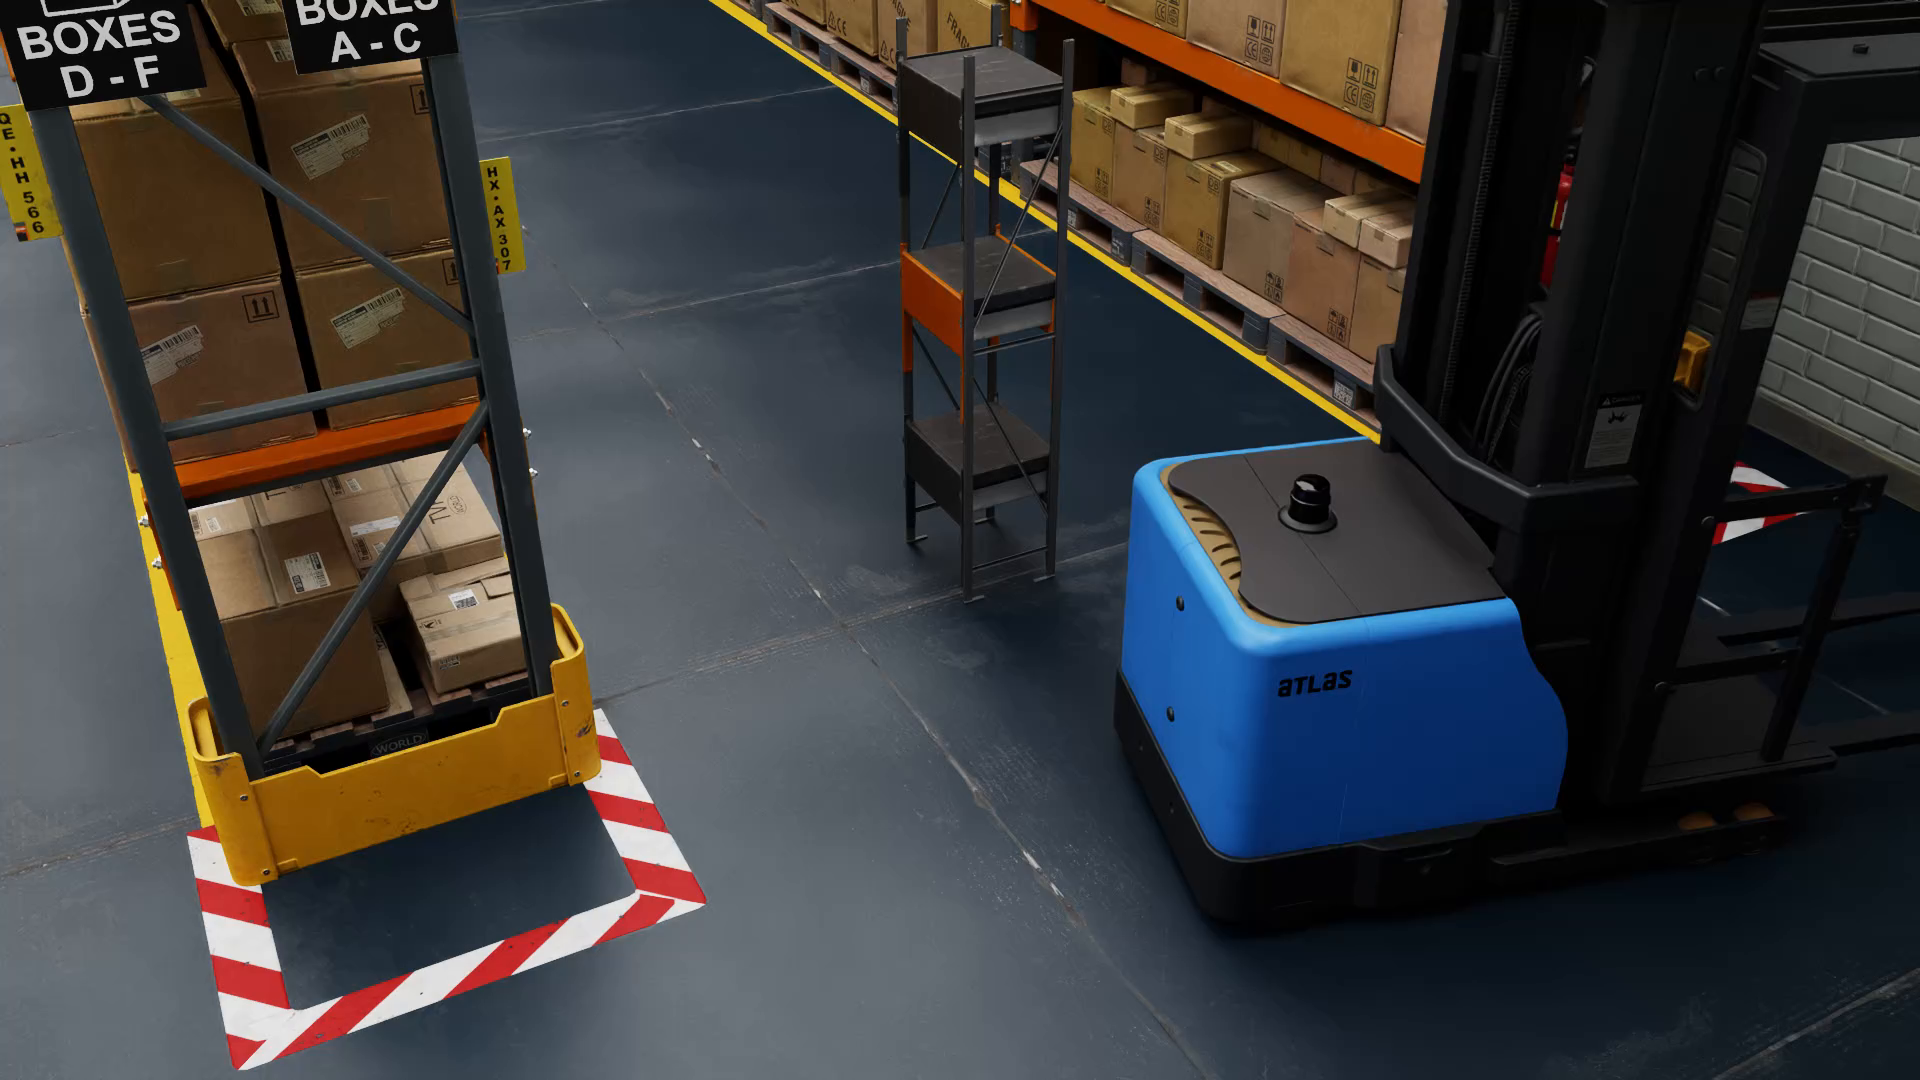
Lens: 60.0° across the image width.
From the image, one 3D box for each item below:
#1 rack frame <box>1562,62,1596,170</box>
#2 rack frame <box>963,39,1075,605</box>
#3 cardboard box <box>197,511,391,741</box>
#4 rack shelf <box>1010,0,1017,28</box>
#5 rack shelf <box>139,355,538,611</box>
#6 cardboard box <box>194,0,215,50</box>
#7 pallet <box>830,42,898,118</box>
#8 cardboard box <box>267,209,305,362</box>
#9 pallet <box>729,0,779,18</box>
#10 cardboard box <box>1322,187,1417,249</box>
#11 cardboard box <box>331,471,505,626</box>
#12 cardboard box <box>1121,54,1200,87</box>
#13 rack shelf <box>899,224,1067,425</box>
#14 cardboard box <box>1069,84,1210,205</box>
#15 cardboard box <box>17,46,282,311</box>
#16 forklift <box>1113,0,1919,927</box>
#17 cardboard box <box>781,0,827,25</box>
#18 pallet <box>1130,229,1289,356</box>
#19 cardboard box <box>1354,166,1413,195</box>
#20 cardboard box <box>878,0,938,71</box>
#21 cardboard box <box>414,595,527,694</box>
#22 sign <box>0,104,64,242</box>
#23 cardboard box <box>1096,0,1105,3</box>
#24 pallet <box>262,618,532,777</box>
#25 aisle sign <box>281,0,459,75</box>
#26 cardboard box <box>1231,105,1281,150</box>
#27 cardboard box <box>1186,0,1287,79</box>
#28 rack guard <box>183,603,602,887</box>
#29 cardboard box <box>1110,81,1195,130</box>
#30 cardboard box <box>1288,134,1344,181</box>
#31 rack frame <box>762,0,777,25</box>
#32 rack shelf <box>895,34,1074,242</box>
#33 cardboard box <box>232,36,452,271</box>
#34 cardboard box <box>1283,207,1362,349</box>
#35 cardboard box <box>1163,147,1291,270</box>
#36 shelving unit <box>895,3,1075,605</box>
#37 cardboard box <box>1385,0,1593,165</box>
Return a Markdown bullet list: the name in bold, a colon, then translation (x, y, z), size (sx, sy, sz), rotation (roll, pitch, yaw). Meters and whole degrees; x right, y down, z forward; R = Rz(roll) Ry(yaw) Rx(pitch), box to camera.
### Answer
- **rack frame**: translation (2.643, -1.629, 6.512), size (1.000, 3.000, 0.127), rotation (-16, 36, -23)
- **rack frame**: translation (0.191, -0.689, 5.878), size (0.400, 2.100, 0.015), rotation (-16, 36, -23)
- **cardboard box**: translation (-2.209, 0.288, 5.429), size (0.500, 0.500, 0.500), rotation (-16, 36, -23)
- **rack shelf**: translation (-0.154, -4.190, 11.176), size (1.077, 0.370, 4.000), rotation (-16, 36, -23)
- **rack shelf**: translation (-2.670, -1.033, 6.249), size (1.077, 0.370, 4.000), rotation (-16, 36, -23)
- **cardboard box**: translation (-2.190, -1.610, 5.463), size (0.500, 0.500, 0.500), rotation (-15, 36, -22)
- **pallet**: translation (-0.221, -3.296, 11.699), size (1.003, 0.211, 1.213), rotation (-16, 36, -23)
- **cardboard box**: translation (-1.956, -0.946, 5.354), size (0.500, 0.500, 0.500), rotation (-16, 36, -24)
- **pallet**: translation (-1.450, -4.646, 13.806), size (1.003, 0.211, 1.213), rotation (-16, 36, -23)
- **cardboard box**: translation (1.888, -1.473, 7.595), size (0.380, 0.149, 0.250), rotation (-15, 36, -22)
- **cardboard box**: translation (-1.973, 0.022, 6.077), size (0.500, 0.250, 0.500), rotation (-16, 36, -23)
- **cardboard box**: translation (1.145, -2.672, 9.466), size (0.380, 0.149, 0.250), rotation (-16, 36, -23)
- **rack shelf**: translation (0.077, -0.794, 6.068), size (0.431, 0.518, 0.480), rotation (-16, 36, -23)
- **cardboard box**: translation (1.036, -2.280, 9.456), size (0.700, 0.500, 0.500), rotation (-15, 36, -23)
- **cardboard box**: translation (-2.188, -0.988, 4.492), size (0.500, 0.500, 0.500), rotation (-16, 36, -24)
- **forklift**: translation (2.093, -0.496, 4.808), size (3.031, 2.935, 1.130), rotation (-7, 33, -11)
- **cardboard box**: translation (-0.860, -4.335, 12.339), size (0.750, 0.750, 0.750), rotation (-16, 36, -24)
- **pallet**: translation (1.637, -1.398, 8.737), size (1.003, 0.211, 1.213), rotation (-16, 36, -23)
- **cardboard box**: translation (2.111, -1.687, 7.929), size (0.380, 0.149, 0.250), rotation (-16, 36, -23)
- **cardboard box**: translation (-0.057, -3.511, 11.053), size (0.750, 0.750, 0.750), rotation (-15, 35, -22)
- **cardboard box**: translation (-1.628, 0.348, 5.662), size (0.380, 0.149, 0.250), rotation (-16, 36, -23)
- **sign**: translation (-2.237, -0.872, 3.964), size (0.100, 0.325, 0.005), rotation (-16, 36, -23)
- **cardboard box**: translation (1.017, -3.401, 9.000), size (0.980, 0.700, 0.700), rotation (-15, 36, -22)
- **pallet**: translation (-2.145, 0.376, 5.967), size (1.003, 0.211, 1.213), rotation (-16, 36, -23)
- **aisle sign**: translation (-1.446, -1.517, 3.928), size (0.394, 0.787, 0.004), rotation (-16, 36, -23)
- **cardboard box**: translation (1.632, -2.175, 8.690), size (0.380, 0.149, 0.250), rotation (-15, 36, -23)
- **cardboard box**: translation (1.700, -2.707, 7.916), size (0.980, 0.700, 0.700), rotation (-18, 37, -25)
- **rack guard**: translation (-1.773, 0.635, 5.296), size (1.175, 0.500, 0.348), rotation (-16, 36, -23)
- **cardboard box**: translation (1.035, -2.343, 8.954), size (0.380, 0.149, 0.250), rotation (-15, 35, -22)
- **cardboard box**: translation (1.871, -1.931, 8.310), size (0.380, 0.149, 0.250), rotation (-15, 36, -23)
- **rack frame**: translation (-1.087, -5.447, 12.471), size (1.000, 3.000, 0.127), rotation (-16, 36, -23)
- **rack shelf**: translation (0.077, -1.383, 5.690), size (0.431, 0.518, 0.480), rotation (-16, 36, -23)
- **cardboard box**: translation (-1.711, -1.123, 4.702), size (0.500, 0.500, 0.500), rotation (-15, 35, -22)
- **cardboard box**: translation (1.995, -1.301, 7.928), size (0.700, 0.500, 0.500), rotation (-16, 36, -23)
- **cardboard box**: translation (1.505, -1.794, 8.697), size (0.700, 0.500, 0.500), rotation (-15, 36, -22)
- **shelving unit**: translation (0.077, -0.805, 6.060), size (0.431, 2.100, 0.503), rotation (-16, 36, -23)
- **cardboard box**: translation (2.397, -1.996, 6.807), size (0.980, 0.700, 0.700), rotation (-14, 35, -21)
